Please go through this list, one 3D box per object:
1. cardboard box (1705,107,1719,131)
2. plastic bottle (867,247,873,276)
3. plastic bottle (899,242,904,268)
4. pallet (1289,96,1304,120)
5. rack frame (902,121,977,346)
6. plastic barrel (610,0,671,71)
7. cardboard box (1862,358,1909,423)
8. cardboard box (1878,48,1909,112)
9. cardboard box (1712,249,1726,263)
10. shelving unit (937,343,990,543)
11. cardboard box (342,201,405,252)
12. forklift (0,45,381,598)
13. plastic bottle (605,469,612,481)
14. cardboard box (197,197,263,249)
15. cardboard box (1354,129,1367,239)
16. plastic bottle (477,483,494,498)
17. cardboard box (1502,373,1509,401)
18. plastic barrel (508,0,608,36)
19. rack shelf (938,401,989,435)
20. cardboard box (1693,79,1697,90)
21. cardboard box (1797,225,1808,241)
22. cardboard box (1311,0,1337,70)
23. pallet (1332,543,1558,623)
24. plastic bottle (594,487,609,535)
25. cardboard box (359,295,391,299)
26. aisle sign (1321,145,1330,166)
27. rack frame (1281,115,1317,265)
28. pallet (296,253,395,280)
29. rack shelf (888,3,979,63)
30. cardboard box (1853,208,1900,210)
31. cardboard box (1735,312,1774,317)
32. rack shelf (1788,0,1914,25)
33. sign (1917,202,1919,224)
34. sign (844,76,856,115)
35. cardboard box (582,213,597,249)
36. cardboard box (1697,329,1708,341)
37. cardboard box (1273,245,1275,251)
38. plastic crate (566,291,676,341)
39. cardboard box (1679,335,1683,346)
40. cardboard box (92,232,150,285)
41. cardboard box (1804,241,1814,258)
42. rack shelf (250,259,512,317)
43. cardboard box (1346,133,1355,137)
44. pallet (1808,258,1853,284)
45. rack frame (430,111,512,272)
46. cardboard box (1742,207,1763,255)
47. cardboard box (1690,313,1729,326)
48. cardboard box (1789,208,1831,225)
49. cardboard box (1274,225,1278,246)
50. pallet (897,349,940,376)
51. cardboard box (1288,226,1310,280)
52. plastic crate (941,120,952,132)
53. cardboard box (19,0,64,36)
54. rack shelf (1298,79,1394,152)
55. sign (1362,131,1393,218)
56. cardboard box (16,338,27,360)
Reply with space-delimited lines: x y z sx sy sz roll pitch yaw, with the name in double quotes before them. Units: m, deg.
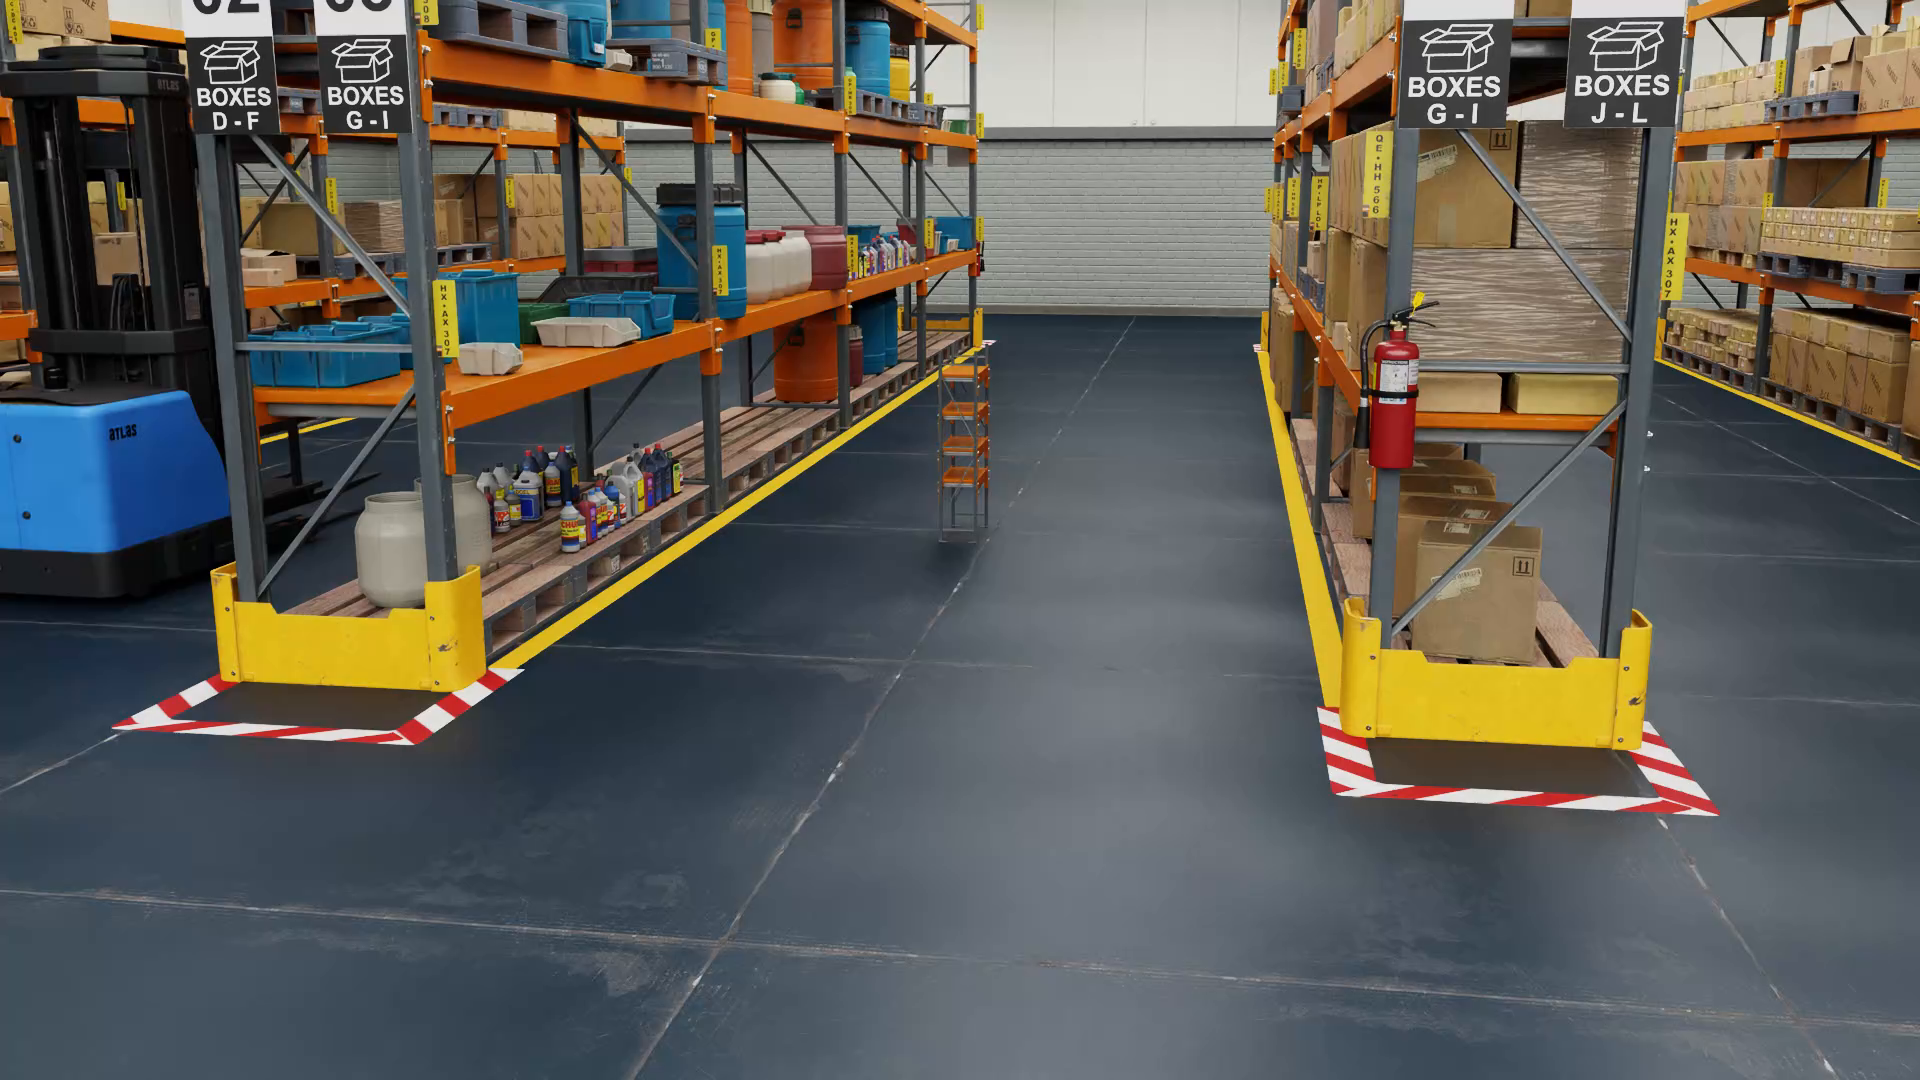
"cardboard box" 9.030 -4.907 19.378 0.500 0.250 0.500 1 12 7
"plastic bottle" -0.898 -2.755 16.432 0.061 0.283 0.133 2 12 9
"plastic bottle" -0.689 -3.096 18.036 0.152 0.276 0.135 2 12 9
"pallet" 3.603 -4.075 15.611 1.003 0.211 1.213 2 12 11
"rack frame" -0.276 -4.158 22.669 1.000 3.000 0.127 2 12 9
"plastic barrel" -2.258 -3.485 11.233 0.600 0.901 0.708 2 12 9
"cardboard box" 8.116 -1.280 14.247 0.500 0.500 0.500 2 12 8
"cardboard box" 8.174 -3.898 14.102 0.500 0.500 0.500 2 12 9
"cardboard box" 8.870 -3.255 19.076 0.380 0.149 0.250 2 12 10
"shelving unit" 0.025 -0.621 10.527 0.258 1.200 0.503 2 12 9
"cardboard box" -6.085 -3.227 17.115 0.700 0.500 0.500 4 13 19
"forklift" -4.665 -1.387 9.974 1.130 2.935 3.031 2 12 11
"plastic bottle" -2.120 -0.295 10.145 0.061 0.283 0.133 2 12 9
"cardboard box" -10.235 -4.368 22.928 0.980 0.700 0.700 2 12 8
"cardboard box" 2.148 -1.681 7.857 0.500 0.500 0.500 2 12 9
"plastic bottle" -2.800 -0.188 9.668 0.152 0.276 0.135 2 12 7
"cardboard box" 2.494 -0.647 6.974 0.380 0.149 0.250 2 12 9
"plastic barrel" -2.380 -3.373 9.719 0.600 0.901 0.708 2 12 9
"rack shelf" 0.025 -0.774 10.494 0.258 0.148 0.480 2 12 9
"cardboard box" 9.229 -5.588 20.407 0.380 0.149 0.250 2 12 8
"cardboard box" 8.217 -2.926 15.845 0.380 0.149 0.250 2 12 11
"cardboard box" 2.909 -3.792 12.426 0.500 0.500 0.500 2 12 7
"pallet" 2.519 0.259 8.791 1.003 0.211 1.213 2 12 9
"plastic bottle" -2.082 -0.169 9.587 0.097 0.271 0.097 0 12 0
"cardboard box" -6.254 -2.546 18.295 0.500 0.250 0.500 2 12 9
"aisle sign" 4.926 -5.274 21.675 0.394 0.787 0.004 2 12 9
"rack frame" 4.003 -3.165 18.060 1.000 3.000 0.127 2 12 9
"pallet" -6.365 -2.704 16.375 1.213 0.211 1.003 2 12 9
"rack shelf" -0.584 -6.128 20.223 1.077 0.370 4.000 2 12 9
"cardboard box" 8.937 -3.157 16.211 0.380 0.149 0.250 1 12 7
"cardboard box" 9.663 -2.692 20.221 0.380 0.149 0.250 2 12 7
"rack shelf" 8.581 -4.953 14.771 1.077 0.370 4.000 2 12 9
"sign" 7.735 -2.694 13.312 0.100 0.325 0.005 2 12 9
"sign" -0.962 -3.892 14.561 0.100 0.325 0.005 2 12 9
"cardboard box" -5.128 -4.055 21.950 0.500 0.500 0.500 2 12 9
"cardboard box" 9.027 -2.455 19.830 0.380 0.149 0.250 1 12 6
"cardboard box" 4.042 -3.544 20.415 0.380 0.149 0.250 2 12 8
"plastic crate" -2.023 -1.348 9.984 0.499 0.251 0.616 2 12 9
"cardboard box" 9.147 -2.472 20.614 0.380 0.149 0.250 2 12 8
"cardboard box" -6.723 -2.244 13.547 0.500 0.500 0.500 2 12 9
"cardboard box" 8.178 -2.727 15.626 0.380 0.149 0.250 2 12 8
"rack shelf" -6.093 -2.719 17.697 1.077 0.370 4.000 2 12 9
"cardboard box" 3.033 -2.159 10.972 1.000 1.000 1.000 2 12 9
"pallet" 8.537 -2.470 15.292 1.003 0.211 1.213 2 12 9
"rack frame" -5.785 -3.487 19.553 1.000 3.000 0.127 2 12 9
"cardboard box" 8.683 -3.288 17.685 0.500 0.500 0.500 2 12 9
"cardboard box" 9.042 -2.657 20.059 0.380 0.149 0.250 1 12 6
"cardboard box" 8.254 -3.126 16.067 0.380 0.149 0.250 2 12 8
"cardboard box" 4.048 -3.657 19.993 0.500 0.250 0.500 2 12 8
"pallet" -0.816 -2.117 19.815 1.003 0.211 1.213 2 12 9
"cardboard box" 3.378 -2.704 15.683 0.500 0.500 0.500 1 12 7
"plastic crate" -0.349 -5.058 20.347 0.437 0.136 0.530 2 12 9
"cardboard box" -6.882 -3.914 11.992 0.500 0.500 0.500 2 12 9
"rack shelf" 3.080 -3.031 12.025 1.077 0.370 4.000 2 12 9
"sign" 1.612 -1.410 6.417 0.100 0.325 0.005 2 12 9
"cardboard box" -10.786 -2.476 18.970 0.750 0.750 0.750 2 12 10
